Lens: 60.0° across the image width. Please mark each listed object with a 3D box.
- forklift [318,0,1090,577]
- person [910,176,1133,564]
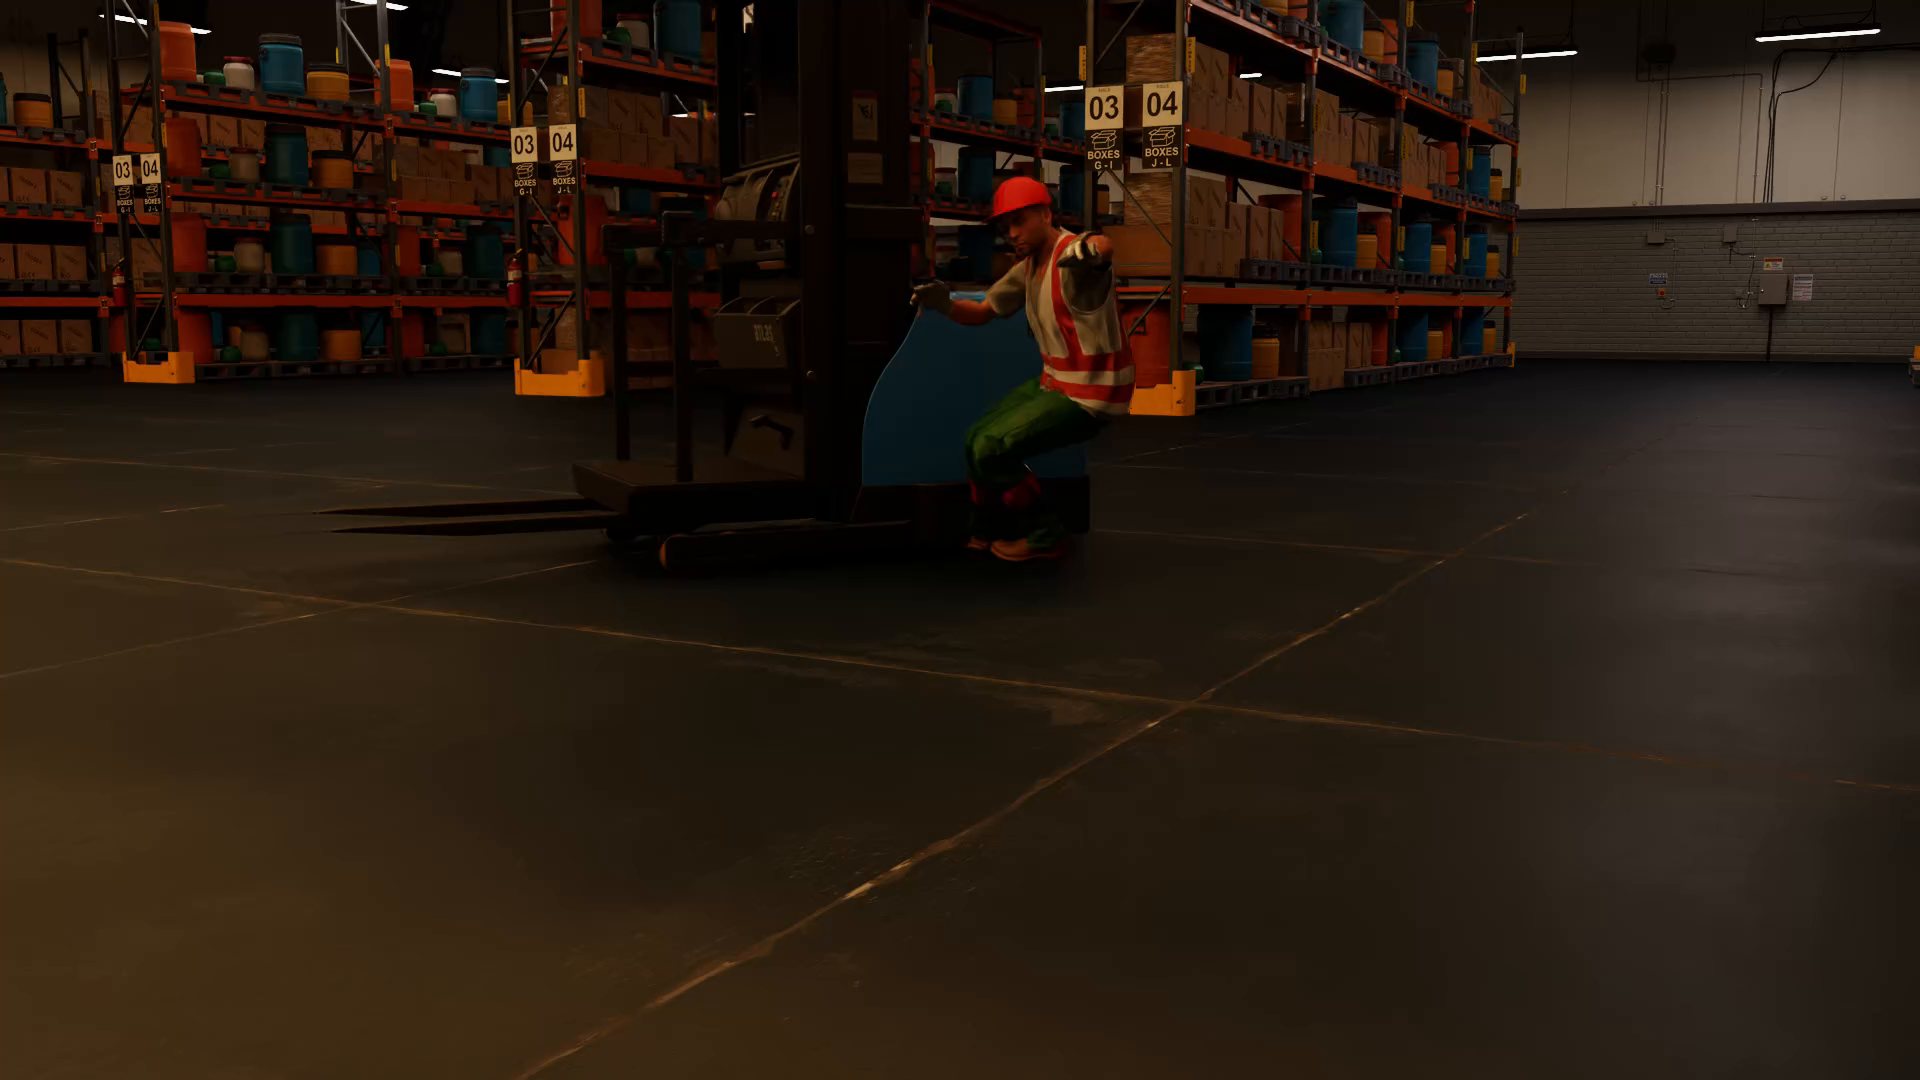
[{"bbox_3d":[-1.009,-1.394,6.690,3.031,2.935,1.130,-4,9,-25],"label":"forklift"},{"bbox_3d":[0.242,-0.585,6.105,0.804,1.476,1.615,-3,8,-19],"label":"person"}]
